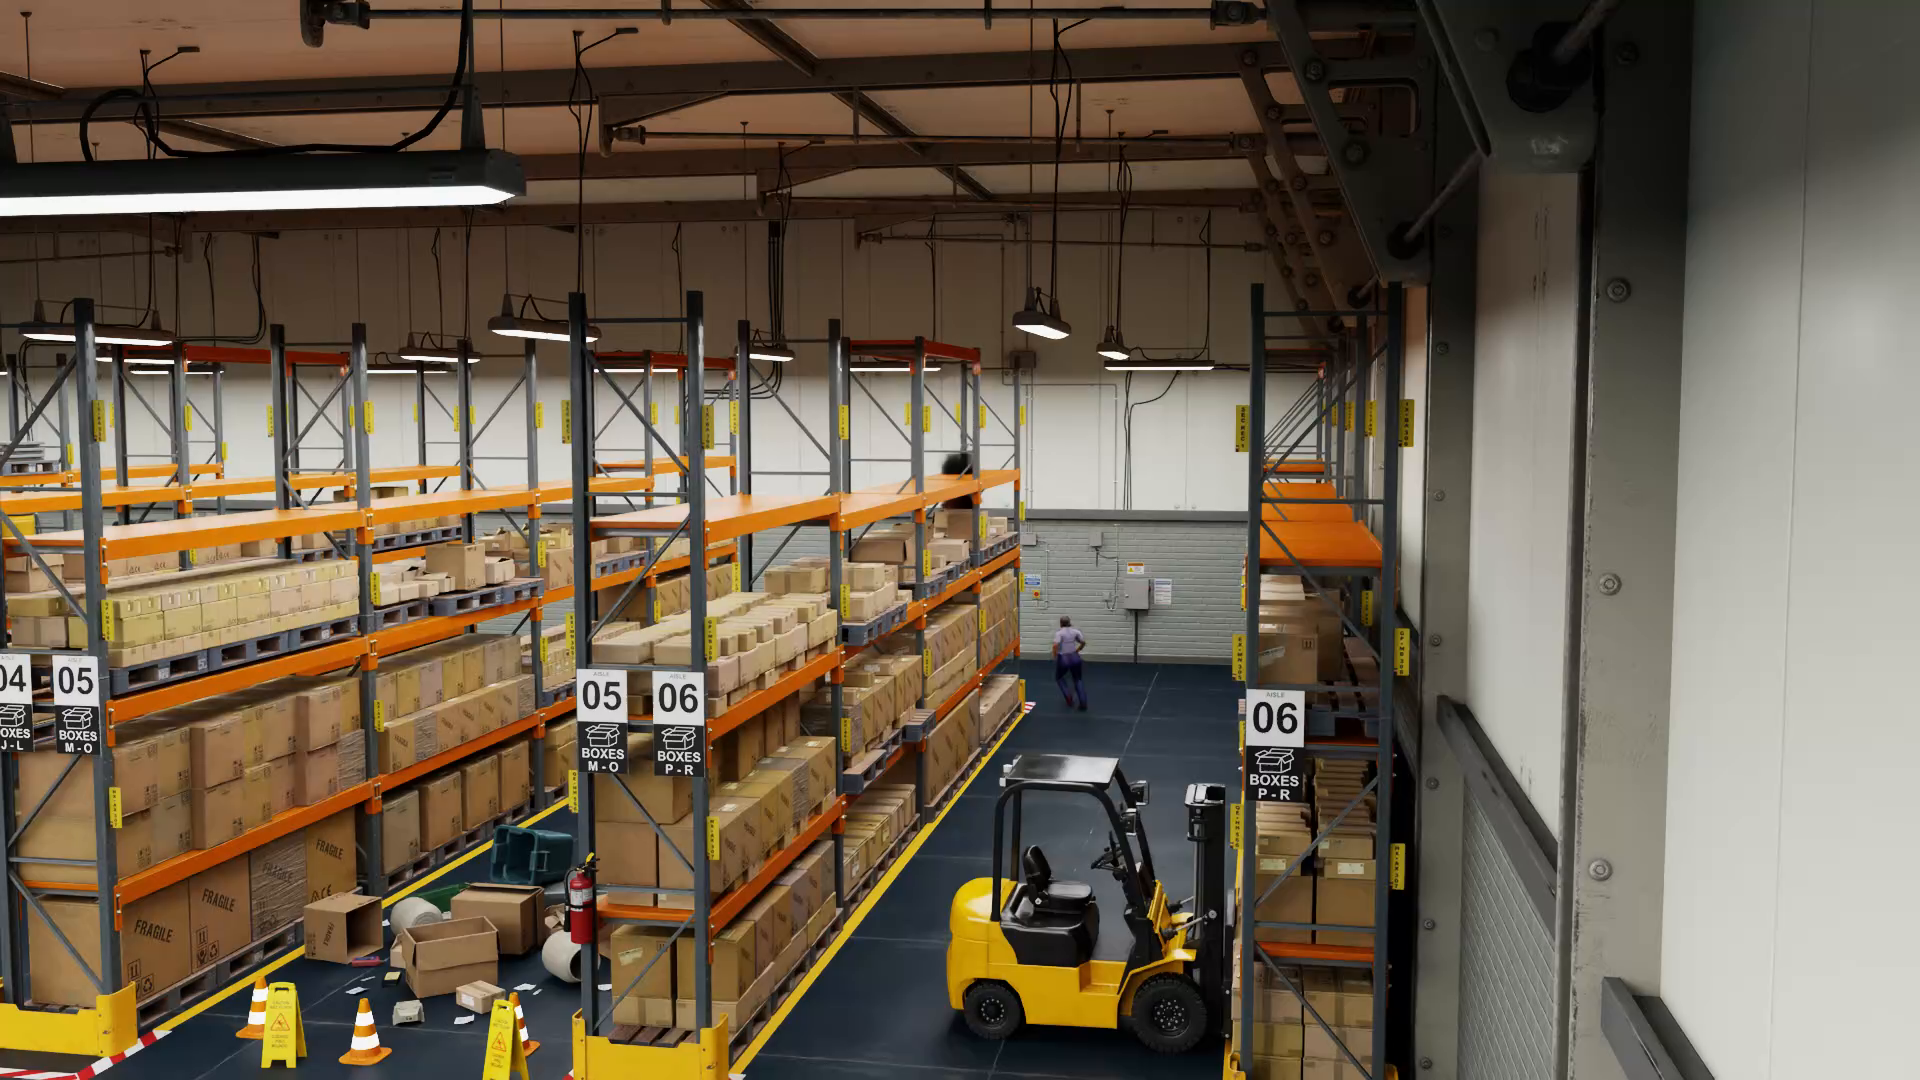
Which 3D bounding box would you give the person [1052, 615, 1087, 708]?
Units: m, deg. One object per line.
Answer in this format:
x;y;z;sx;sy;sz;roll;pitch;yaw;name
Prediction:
1.818;2.085;28.432;0.666;1.610;0.609;-2;5;-19;person
